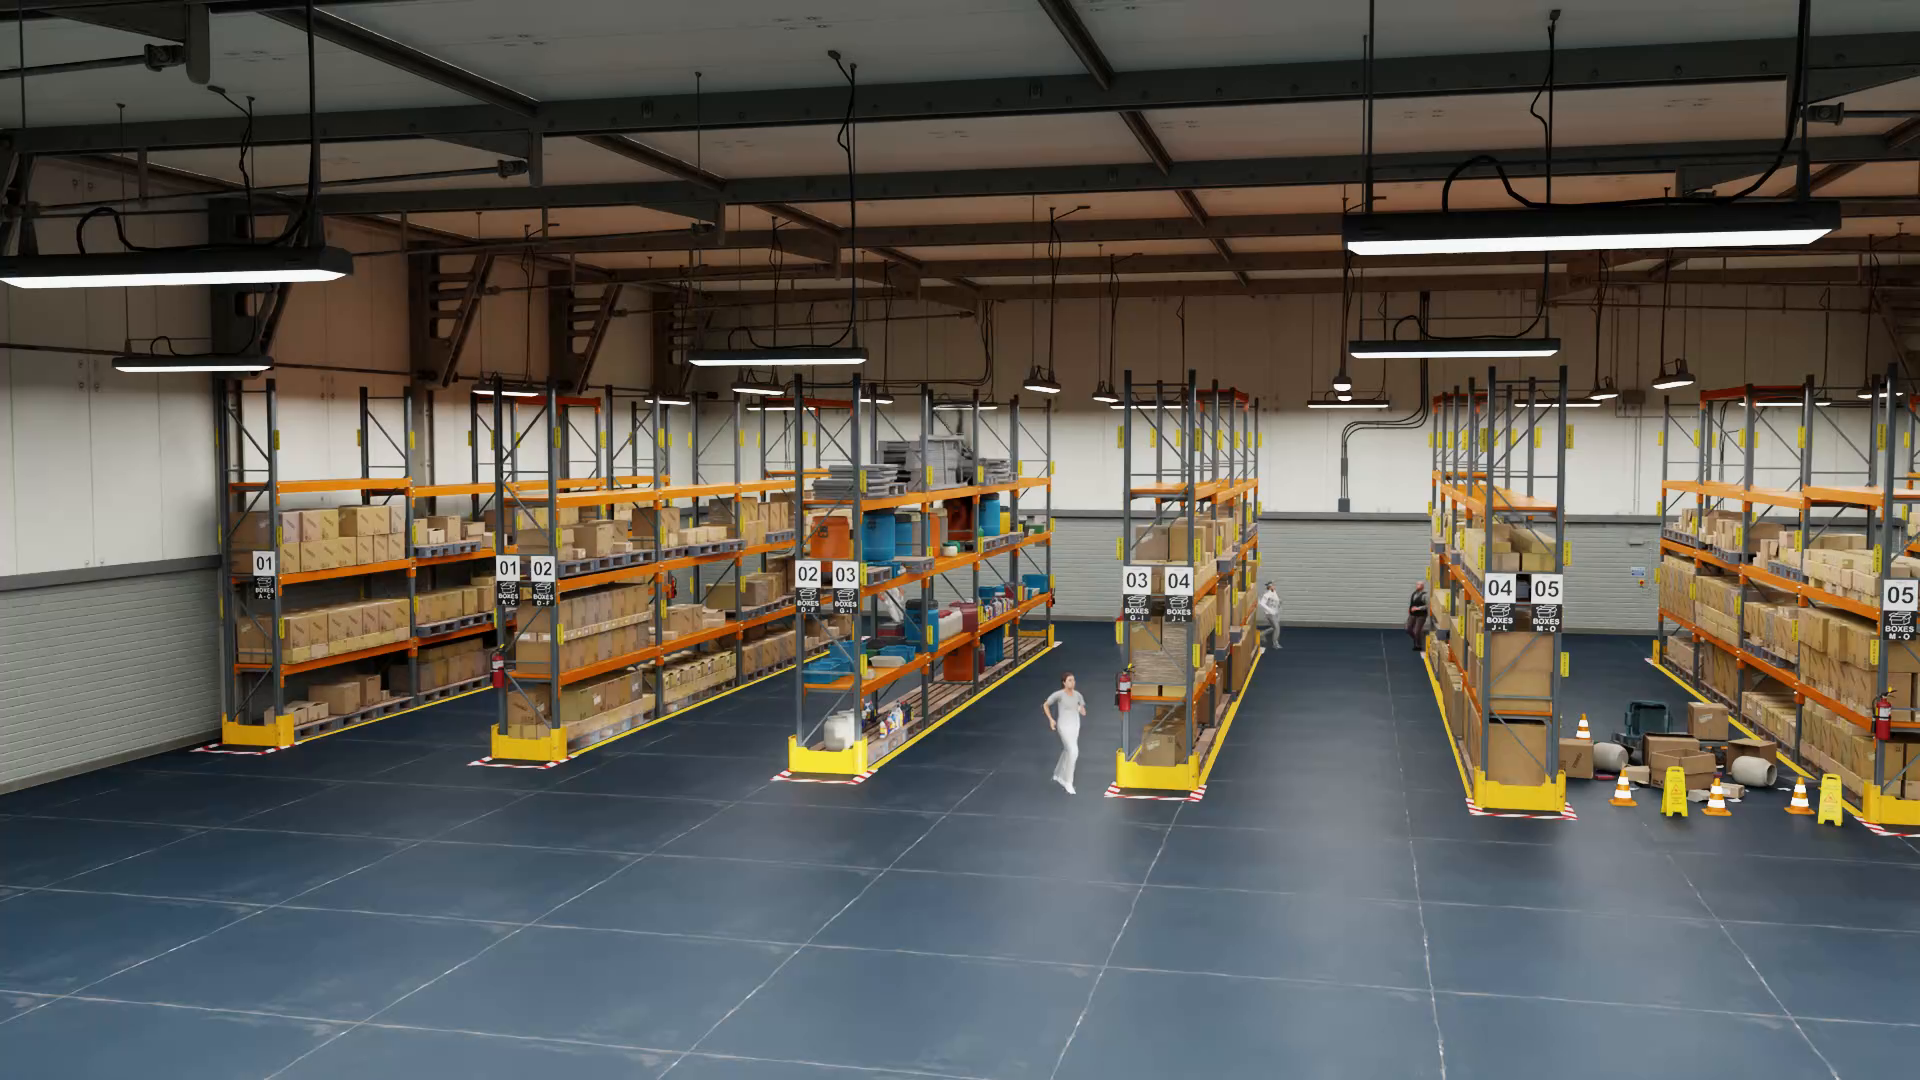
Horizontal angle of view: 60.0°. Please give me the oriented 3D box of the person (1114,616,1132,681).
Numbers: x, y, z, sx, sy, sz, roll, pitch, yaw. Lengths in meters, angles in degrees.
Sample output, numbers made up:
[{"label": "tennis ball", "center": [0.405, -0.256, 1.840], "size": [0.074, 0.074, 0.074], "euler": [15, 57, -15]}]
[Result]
[{"label": "person", "center": [3.432, 2.149, 33.627], "size": [0.655, 1.660, 0.761], "euler": [0, 3, 7]}]

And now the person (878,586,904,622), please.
[{"label": "person", "center": [-1.750, 1.620, 42.338], "size": [0.709, 1.693, 0.639], "euler": [-1, 4, -19]}]

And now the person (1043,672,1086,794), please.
[{"label": "person", "center": [1.536, 2.742, 23.760], "size": [0.536, 1.716, 0.740], "euler": [-3, 4, -36]}]

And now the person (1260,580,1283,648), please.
[{"label": "person", "center": [7.458, 1.798, 40.092], "size": [0.646, 1.696, 0.681], "euler": [3, 4, 38]}]

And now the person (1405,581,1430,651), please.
[{"label": "person", "center": [10.852, 1.800, 39.398], "size": [0.561, 1.673, 0.640], "euler": [-2, 4, -36]}]
